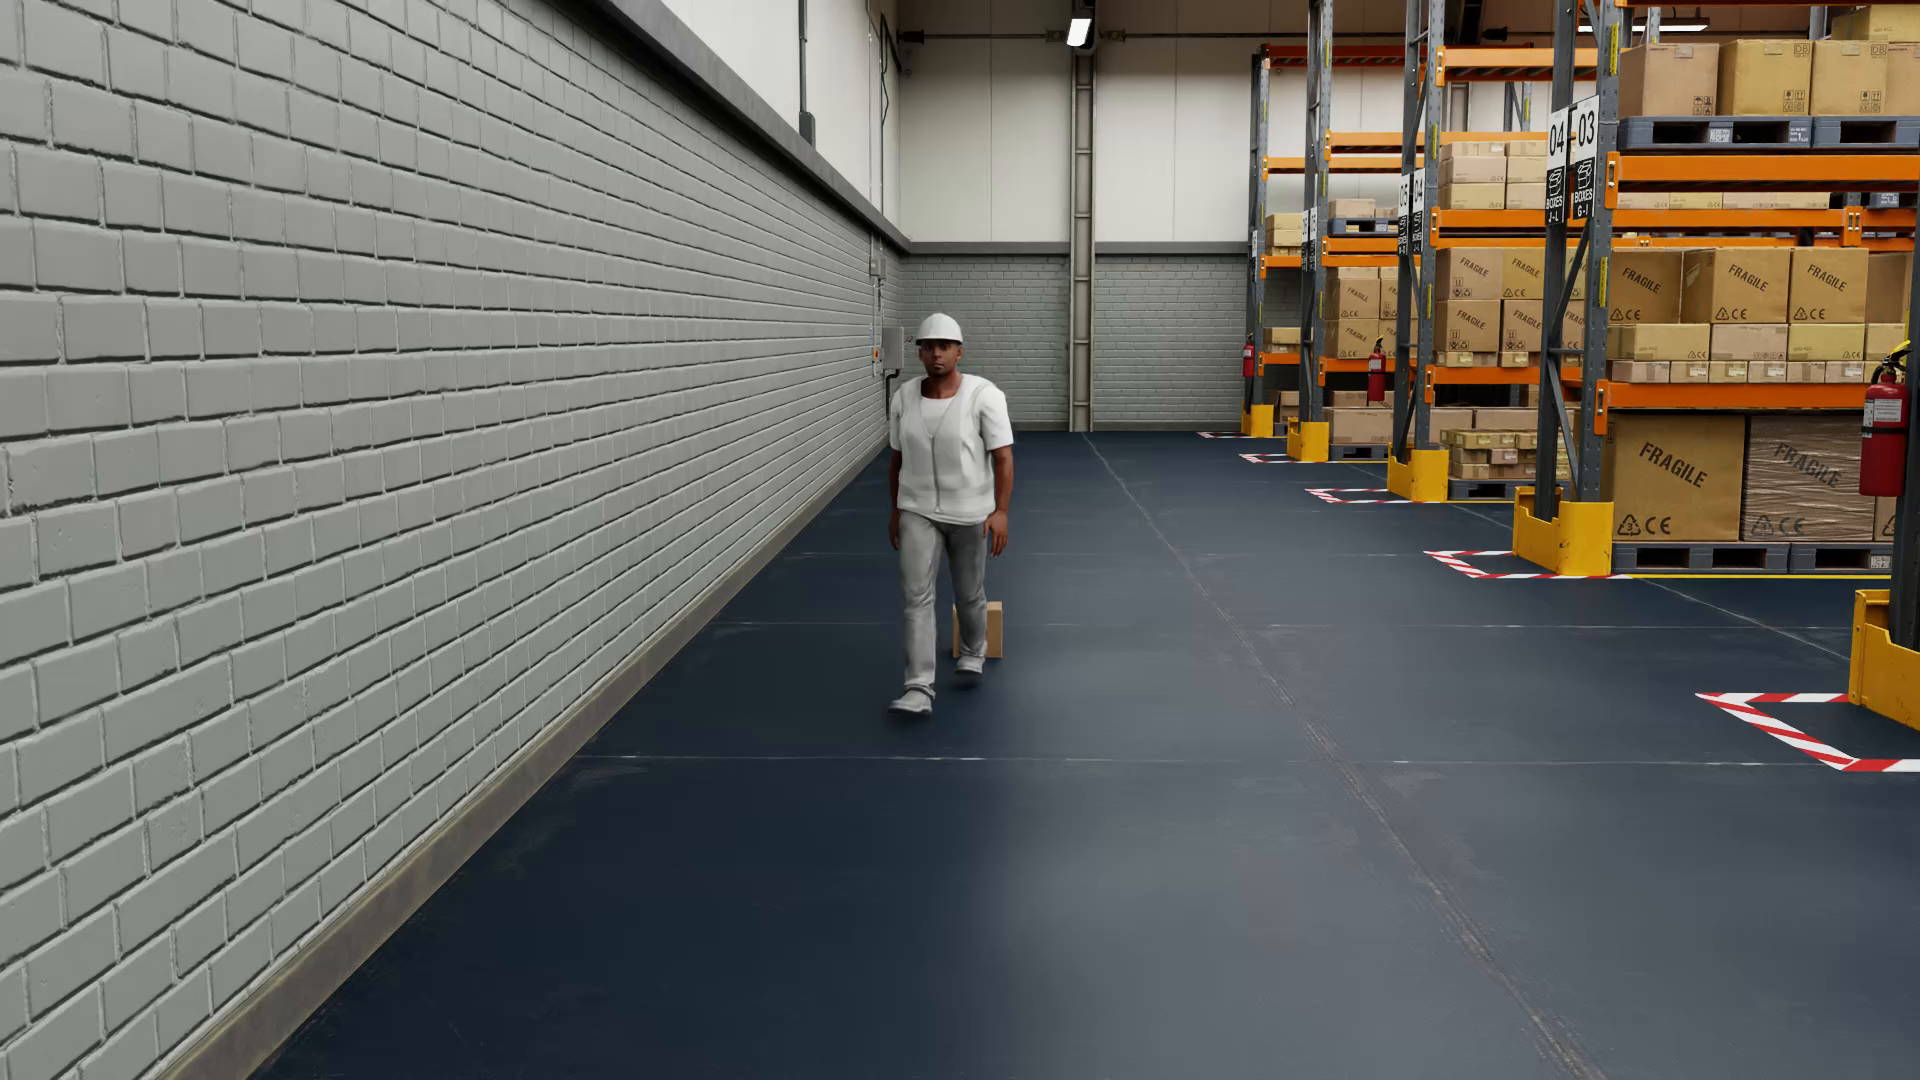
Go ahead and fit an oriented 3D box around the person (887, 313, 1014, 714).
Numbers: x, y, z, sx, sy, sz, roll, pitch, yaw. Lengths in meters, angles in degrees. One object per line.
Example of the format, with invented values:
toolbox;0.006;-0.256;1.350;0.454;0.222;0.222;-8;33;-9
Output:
person;-0.054;-0.129;7.300;0.600;1.717;1.073;1;7;10
